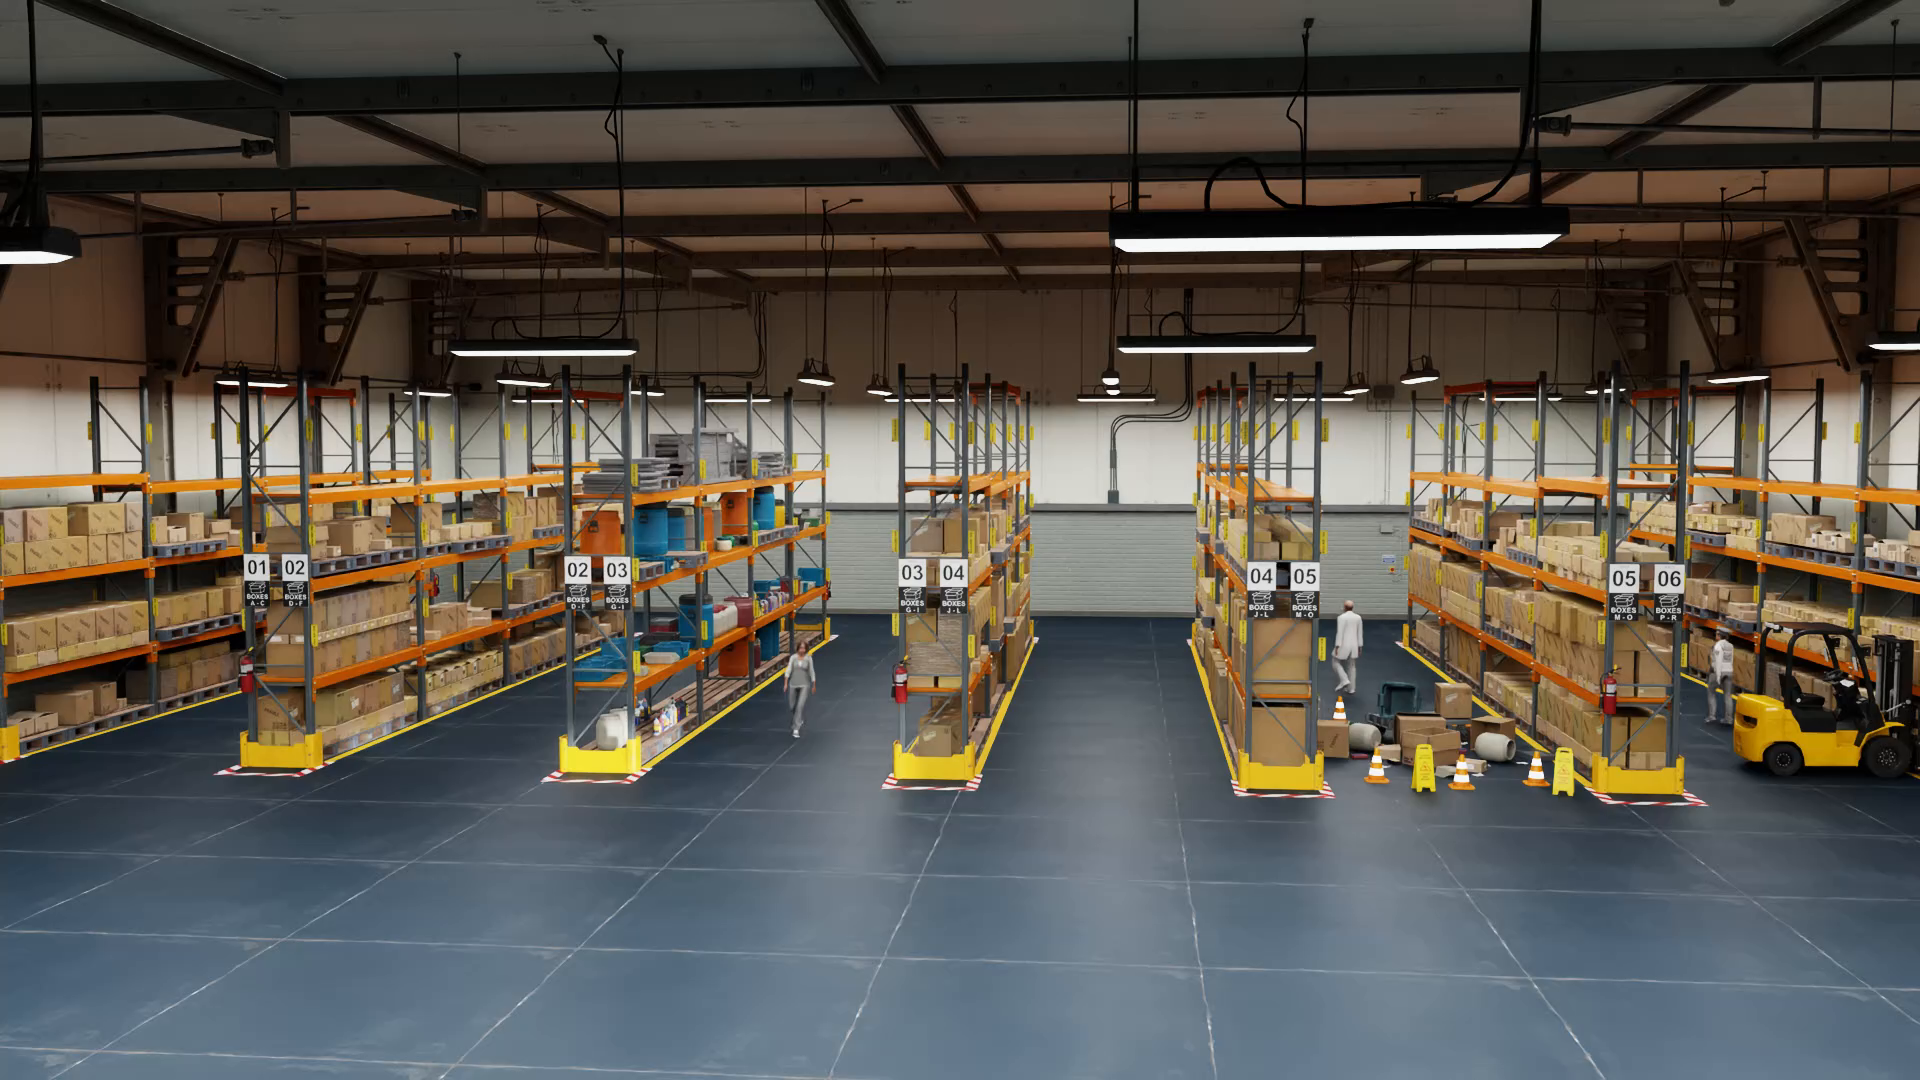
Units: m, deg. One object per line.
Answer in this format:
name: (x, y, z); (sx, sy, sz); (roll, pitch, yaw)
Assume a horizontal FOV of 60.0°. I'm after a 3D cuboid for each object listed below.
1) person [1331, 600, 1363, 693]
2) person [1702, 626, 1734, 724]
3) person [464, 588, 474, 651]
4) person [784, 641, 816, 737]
person: (7.490, 2.052, 32.059); (0.635, 1.779, 0.531); (-1, 4, -20)
person: (13.151, 2.351, 28.642); (0.468, 1.727, 0.592); (0, 4, -6)
person: (-10.844, 1.846, 36.798); (0.553, 1.601, 0.700); (1, 4, 18)
person: (-2.662, 2.466, 27.656); (0.499, 1.528, 0.808); (0, 4, 1)
